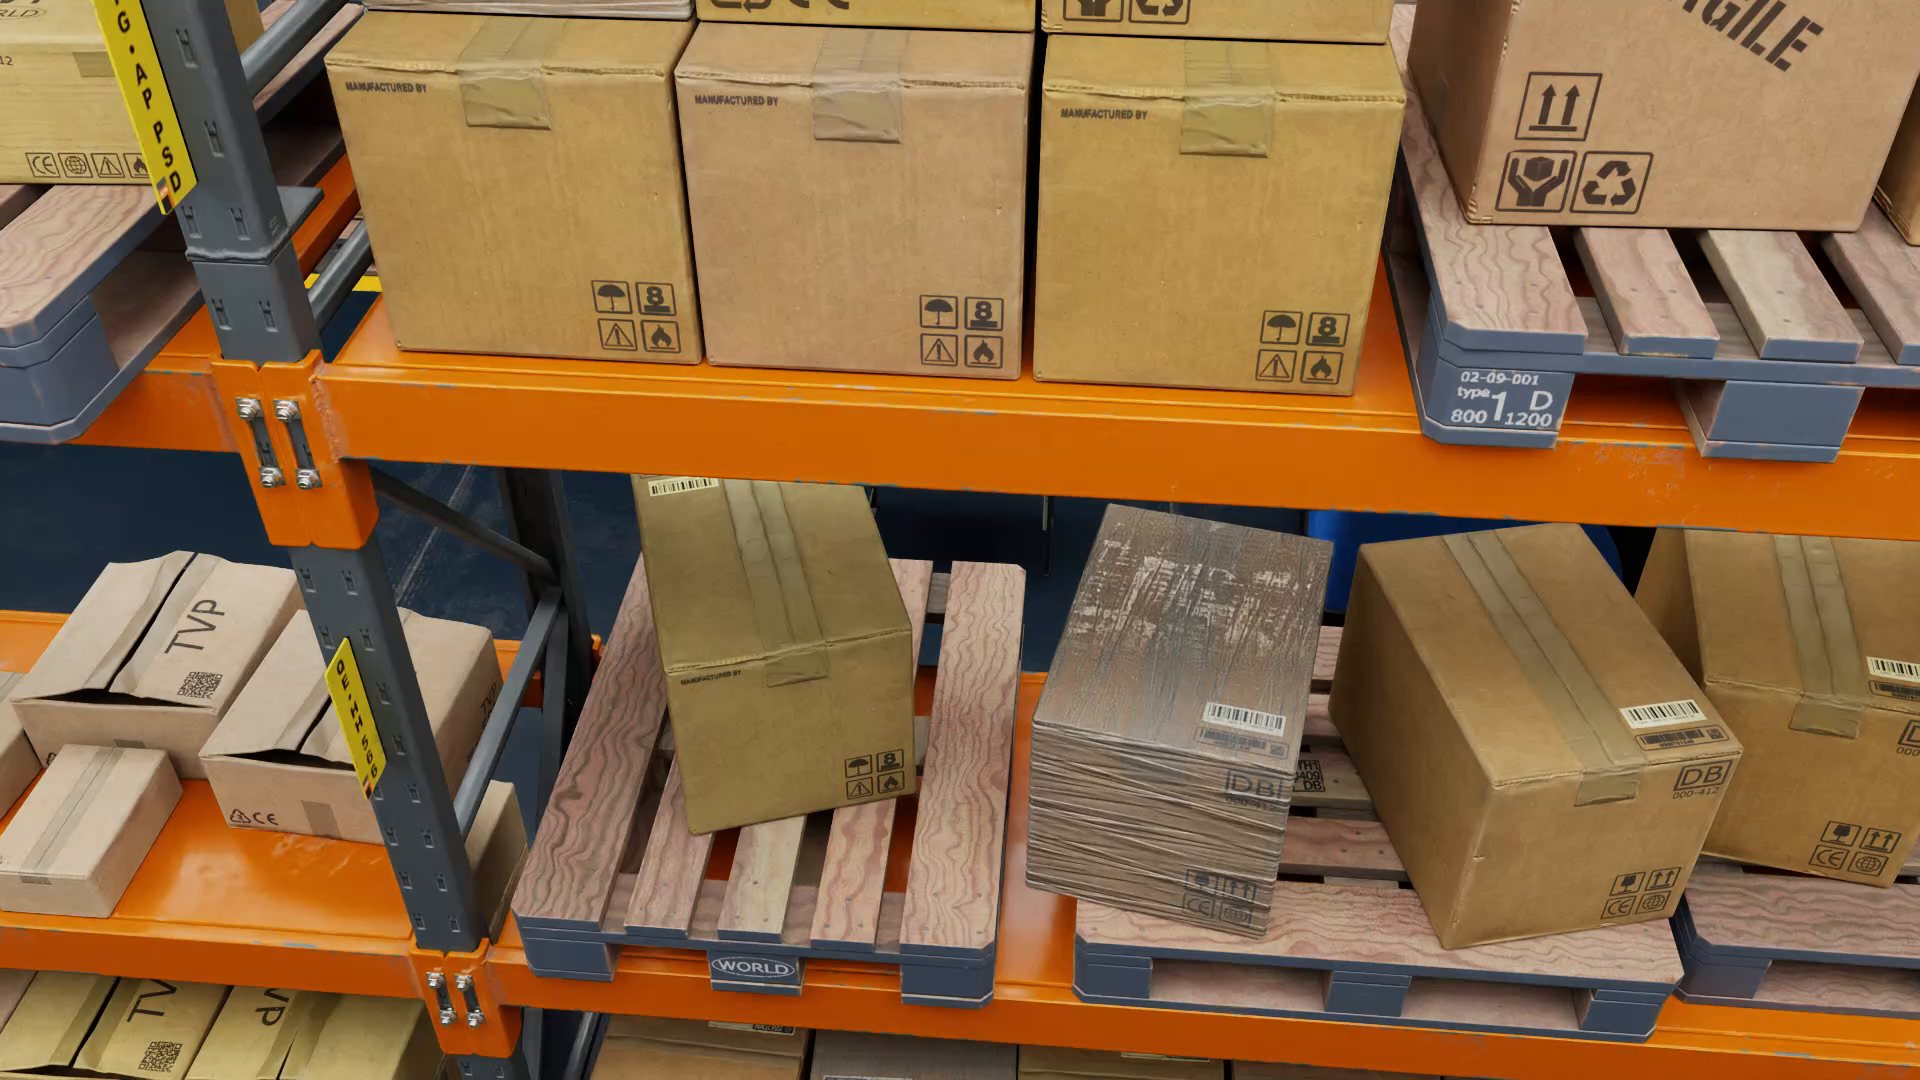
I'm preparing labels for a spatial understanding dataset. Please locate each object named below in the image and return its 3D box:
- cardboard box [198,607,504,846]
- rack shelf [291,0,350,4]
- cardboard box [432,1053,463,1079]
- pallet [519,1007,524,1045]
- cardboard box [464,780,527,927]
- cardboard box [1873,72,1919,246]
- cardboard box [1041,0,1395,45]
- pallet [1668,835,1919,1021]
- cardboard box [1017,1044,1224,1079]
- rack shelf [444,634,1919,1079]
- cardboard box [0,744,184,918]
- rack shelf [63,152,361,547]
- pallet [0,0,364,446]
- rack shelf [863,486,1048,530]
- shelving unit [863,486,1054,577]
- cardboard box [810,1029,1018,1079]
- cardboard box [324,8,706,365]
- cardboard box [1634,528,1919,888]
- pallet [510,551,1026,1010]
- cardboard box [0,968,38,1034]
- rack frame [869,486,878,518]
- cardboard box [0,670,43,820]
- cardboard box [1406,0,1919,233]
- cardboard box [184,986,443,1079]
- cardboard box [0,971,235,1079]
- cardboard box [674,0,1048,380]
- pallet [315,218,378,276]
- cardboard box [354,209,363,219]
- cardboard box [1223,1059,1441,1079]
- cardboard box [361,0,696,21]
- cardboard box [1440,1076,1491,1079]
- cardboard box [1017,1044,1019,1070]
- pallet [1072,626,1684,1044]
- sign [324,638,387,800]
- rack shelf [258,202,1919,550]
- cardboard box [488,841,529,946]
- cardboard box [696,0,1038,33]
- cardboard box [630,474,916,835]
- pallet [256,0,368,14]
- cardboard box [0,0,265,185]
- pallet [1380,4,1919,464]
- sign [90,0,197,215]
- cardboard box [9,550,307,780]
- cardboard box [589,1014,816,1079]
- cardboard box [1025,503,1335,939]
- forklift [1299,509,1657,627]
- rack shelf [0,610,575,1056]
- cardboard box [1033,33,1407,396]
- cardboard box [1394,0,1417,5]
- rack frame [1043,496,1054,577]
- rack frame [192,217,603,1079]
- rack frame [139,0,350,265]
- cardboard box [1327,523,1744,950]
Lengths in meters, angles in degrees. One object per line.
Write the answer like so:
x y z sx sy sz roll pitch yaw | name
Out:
-1.420 0.419 3.930 0.500 0.311 0.500 5 39 7 | cardboard box
-2.630 -2.514 8.033 4.000 0.370 1.077 3 39 4 | rack shelf
-1.607 1.460 4.426 0.500 0.250 0.500 4 39 5 | cardboard box
-1.878 1.444 4.809 1.213 0.211 1.003 3 39 4 | pallet
-1.558 0.904 4.664 0.500 0.311 0.500 4 39 5 | cardboard box
1.760 -0.850 2.551 0.600 0.600 0.600 3 39 3 | cardboard box
0.389 -1.075 2.447 0.500 0.500 0.500 3 39 4 | cardboard box
2.137 0.612 3.775 1.213 0.211 1.003 3 39 4 | pallet
0.389 1.490 4.175 0.500 0.500 0.500 3 39 3 | cardboard box
0.931 0.819 3.937 4.000 0.370 1.077 3 39 4 | rack shelf
-1.981 0.654 3.770 0.250 0.149 0.380 3 39 4 | cardboard box
-3.054 -0.562 3.258 4.000 0.370 1.077 3 39 4 | rack shelf
-1.745 -0.639 2.933 1.003 0.211 1.213 5 39 6 | pallet
-0.007 -0.329 6.483 0.720 0.370 0.431 3 39 4 | rack shelf
-0.007 -0.582 6.277 0.755 1.500 0.431 3 39 4 | shelving unit
-0.111 1.460 4.212 0.500 0.500 0.500 2 39 2 | cardboard box
-0.624 -0.768 2.862 0.500 0.500 0.910 3 39 4 | cardboard box
1.780 0.284 3.614 0.500 0.500 0.700 9 40 11 | cardboard box
-0.380 0.499 3.913 1.003 0.211 1.213 3 39 4 | pallet
-2.626 1.190 4.313 0.500 0.311 0.500 3 39 4 | cardboard box
-0.371 -0.602 6.301 0.023 1.500 0.400 3 39 4 | rack frame
-2.337 0.495 3.965 0.250 0.149 0.380 6 40 7 | cardboard box
1.099 -0.899 2.611 0.600 0.600 0.600 2 39 2 | cardboard box
-1.605 1.244 4.247 0.500 0.311 0.500 4 39 5 | cardboard box
-2.123 1.220 4.277 0.500 0.311 0.500 3 39 3 | cardboard box
-0.116 -0.740 2.828 0.500 0.500 0.910 3 39 4 | cardboard box
-2.628 -1.714 8.689 1.213 0.211 1.003 3 39 4 | pallet
-2.864 -2.024 8.492 0.500 0.500 0.700 4 39 4 | cardboard box
0.909 1.515 4.144 0.500 0.500 0.500 2 39 2 | cardboard box
-0.627 -1.131 2.516 0.500 0.500 0.500 3 39 4 | cardboard box
1.416 1.542 4.111 0.500 0.500 0.500 4 39 4 | cardboard box
0.406 1.162 4.578 0.500 0.500 0.500 2 39 2 | cardboard box
0.876 0.609 3.778 1.213 0.211 1.003 3 39 4 | pallet
-1.106 0.332 3.049 0.005 0.325 0.100 3 39 4 | sign
0.931 -0.344 2.990 4.000 0.370 1.077 3 39 4 | rack shelf
-1.558 1.122 4.841 0.500 0.250 0.500 3 39 4 | cardboard box
-0.119 -1.103 2.482 0.500 0.500 0.500 3 39 4 | cardboard box
-0.424 0.193 3.725 0.500 0.500 0.700 -9 40 -11 | cardboard box
-2.614 -2.692 7.833 1.213 0.211 1.003 3 39 4 | pallet
-1.518 -0.826 2.799 0.500 0.250 0.500 0 39 1 | cardboard box
1.246 -0.575 2.853 1.003 0.211 1.213 3 39 4 | pallet
-1.118 -0.615 2.280 0.005 0.325 0.100 3 39 4 | sign
-1.936 0.295 4.081 0.500 0.311 0.500 3 39 3 | cardboard box
-0.633 1.435 4.243 0.500 0.500 0.500 5 39 6 | cardboard box
0.470 0.363 3.516 0.500 0.500 0.700 10 40 12 | cardboard box
2.806 -0.793 5.402 3.031 2.935 1.130 7 40 8 | forklift
-3.054 0.601 4.205 4.000 0.370 1.077 3 39 4 | rack shelf
0.402 -0.712 2.793 0.500 0.500 0.910 3 39 4 | cardboard box
1.857 -2.549 7.175 0.500 0.500 0.500 3 39 4 | cardboard box
0.358 -0.562 6.252 0.023 1.500 0.400 3 39 4 | rack frame
-1.061 0.431 3.844 0.127 3.000 1.000 3 39 4 | rack frame
-1.061 -1.895 1.950 0.127 3.000 1.000 3 39 4 | rack frame
1.158 0.390 3.483 0.500 0.500 0.700 -6 40 -8 | cardboard box
